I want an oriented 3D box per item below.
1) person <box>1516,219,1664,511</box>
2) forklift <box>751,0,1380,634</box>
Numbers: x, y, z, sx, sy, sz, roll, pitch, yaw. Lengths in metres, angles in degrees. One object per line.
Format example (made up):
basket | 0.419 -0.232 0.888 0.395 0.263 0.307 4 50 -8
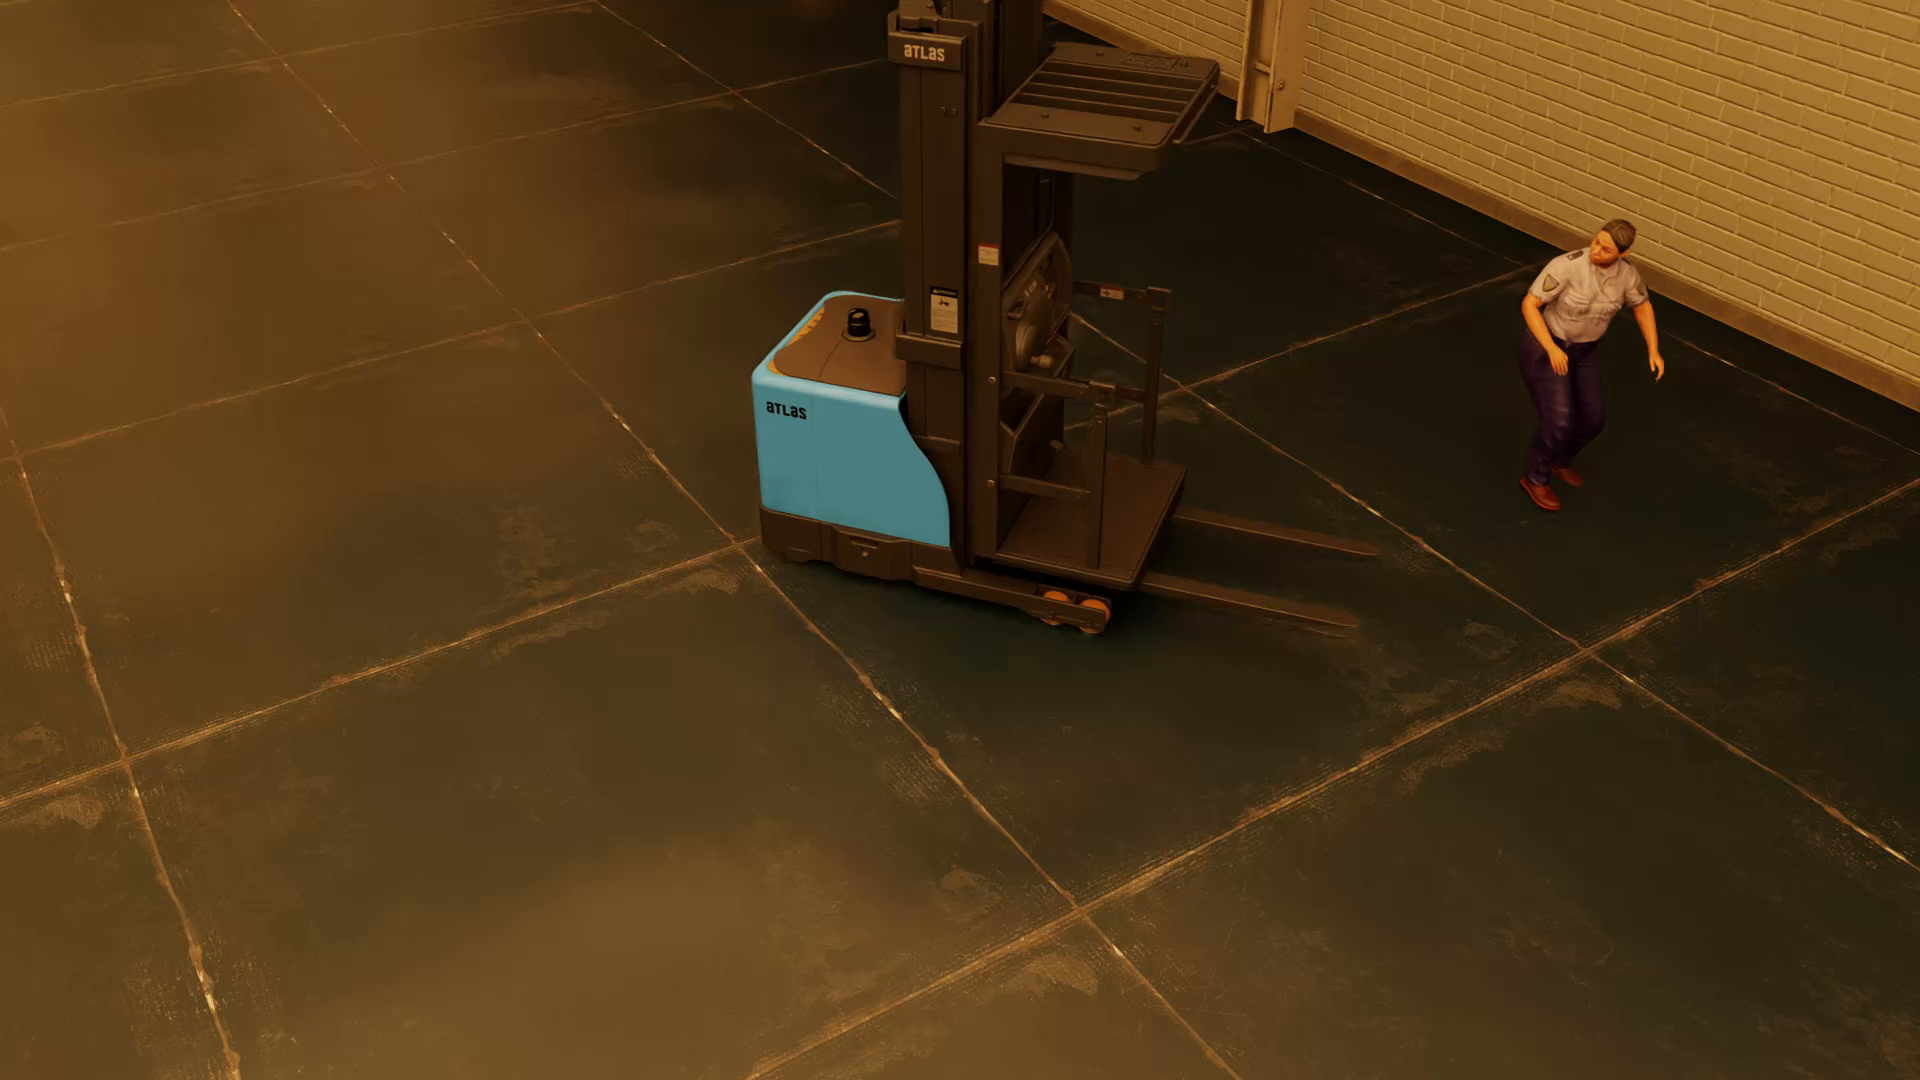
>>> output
person | 3.246 -0.926 8.670 0.720 1.606 0.571 -12 37 -16
forklift | 0.548 -1.092 7.702 3.031 2.935 1.130 12 37 16
